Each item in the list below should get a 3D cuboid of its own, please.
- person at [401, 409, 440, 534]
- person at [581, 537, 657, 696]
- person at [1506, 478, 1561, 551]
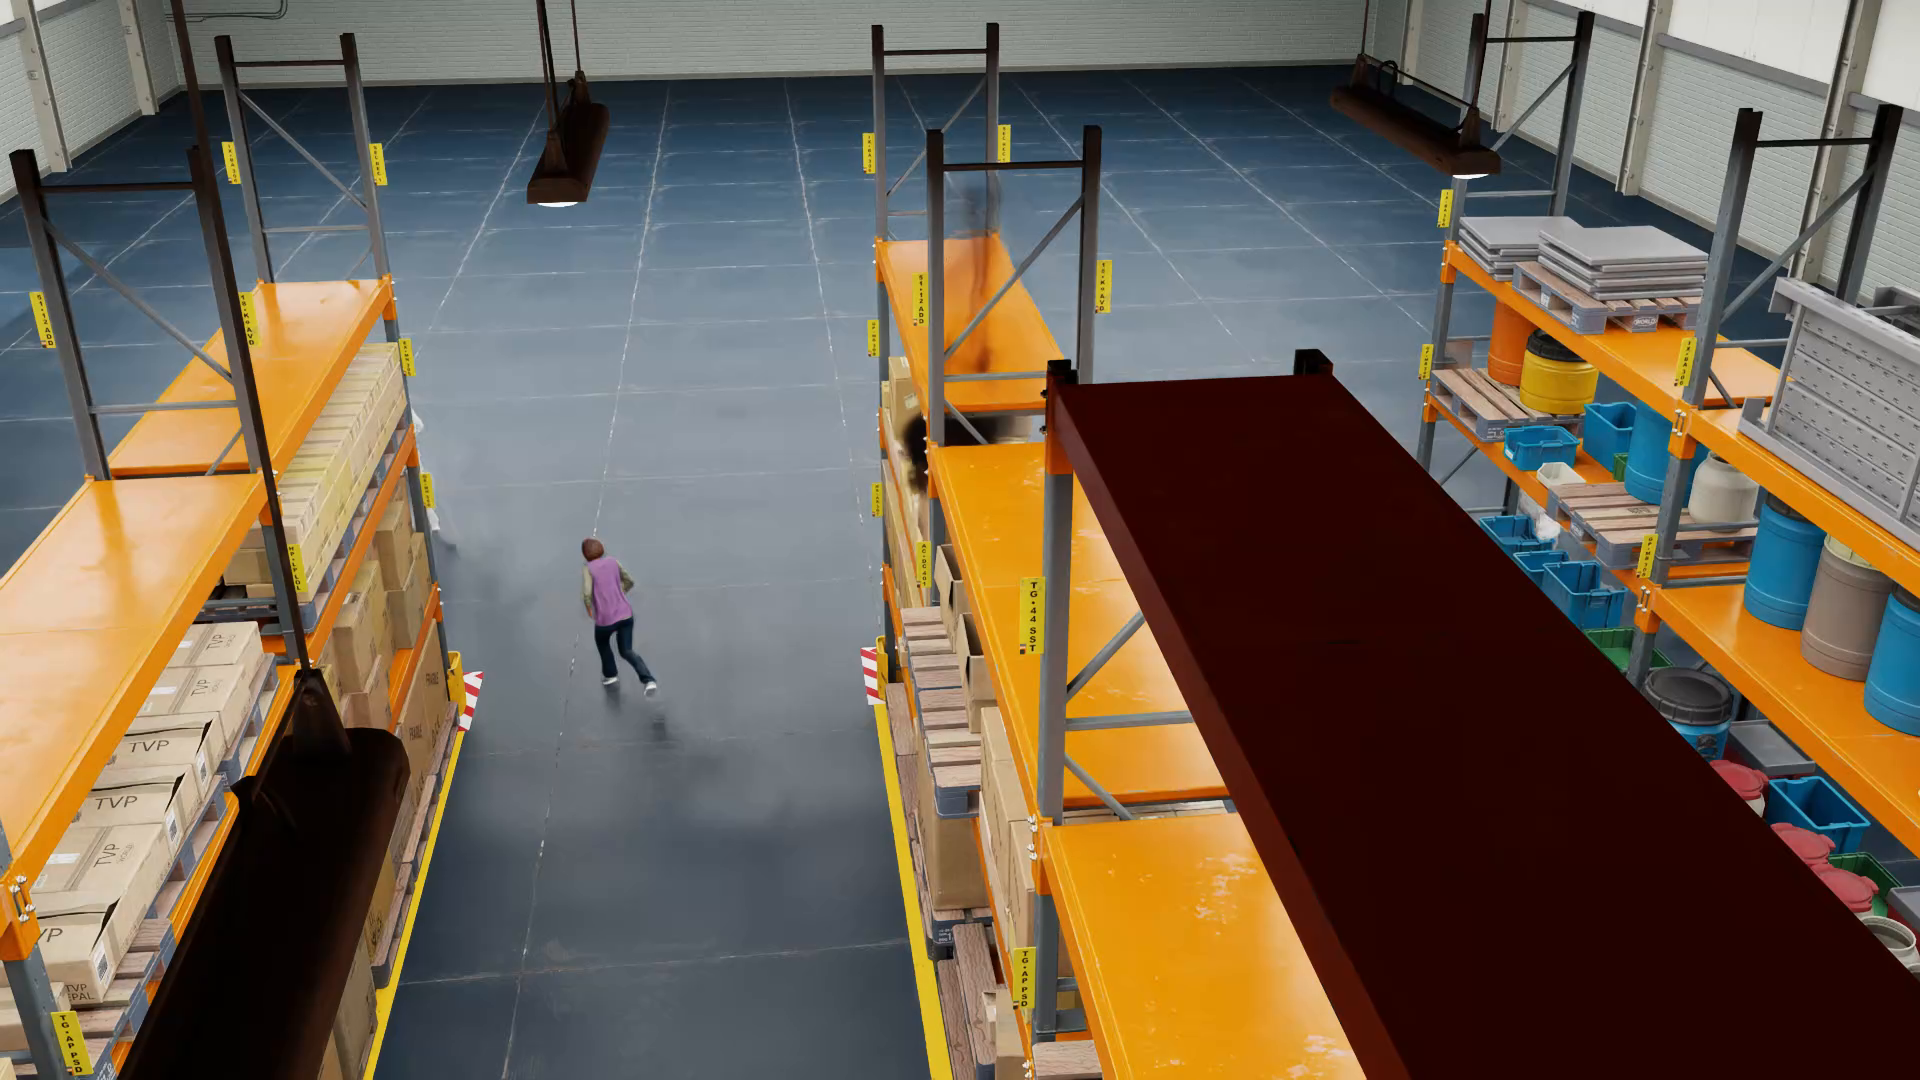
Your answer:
[{"bbox_3d":[-6.171,-0.836,18.192,0.750,1.801,1.012,-23,34,-39],"label":"person"},{"bbox_3d":[-3.098,0.788,15.126,0.912,1.547,0.569,21,33,37],"label":"person"},{"bbox_3d":[5.827,-0.005,16.602,1.025,1.732,0.697,13,28,25],"label":"person"}]
